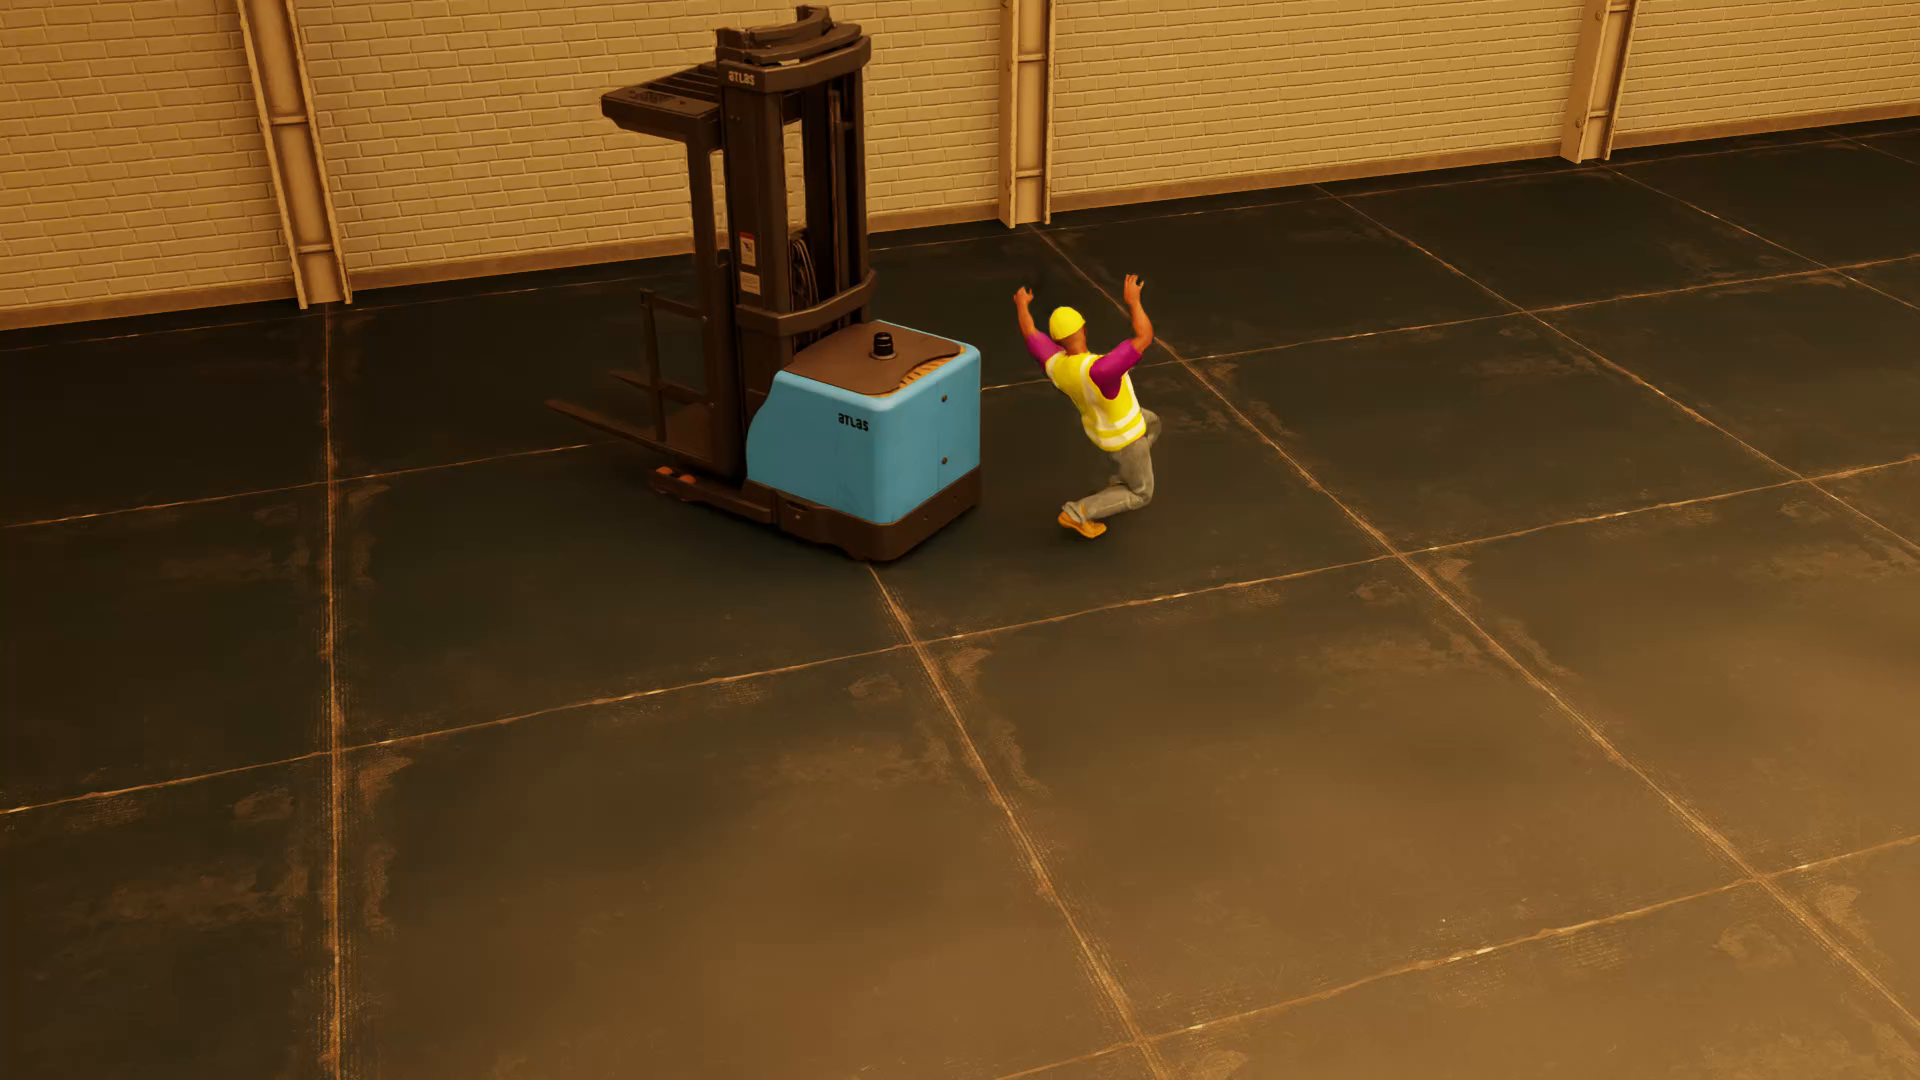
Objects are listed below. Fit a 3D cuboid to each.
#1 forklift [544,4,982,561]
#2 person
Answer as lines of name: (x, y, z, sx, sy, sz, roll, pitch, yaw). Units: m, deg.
forklift: (-1.365, -1.708, 10.056, 3.031, 2.935, 1.130, 19, 35, 29)
person: (0.822, -0.884, 9.975, 0.843, 1.636, 1.153, -12, 32, -19)
